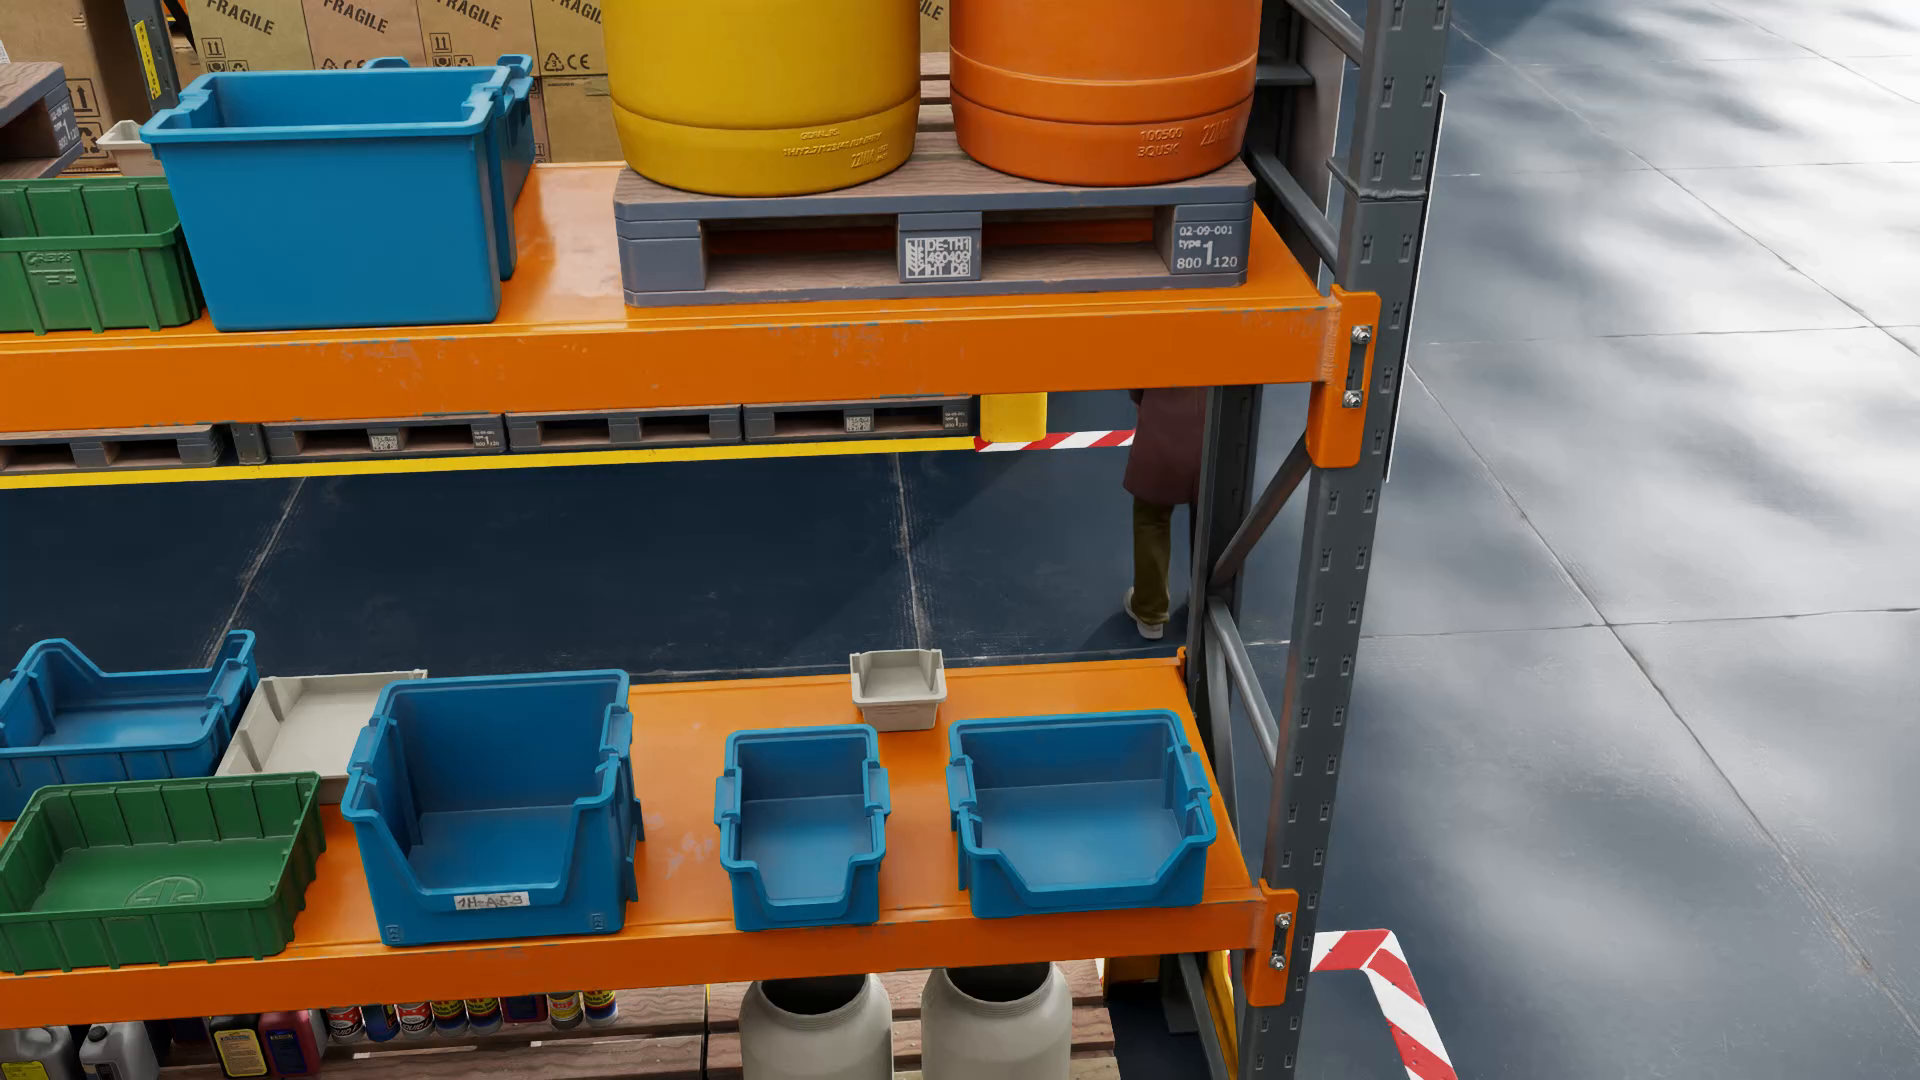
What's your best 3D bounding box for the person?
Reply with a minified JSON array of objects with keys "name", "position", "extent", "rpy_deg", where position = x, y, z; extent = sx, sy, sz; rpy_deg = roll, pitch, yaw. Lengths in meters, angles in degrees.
[{"name":"person","position":[0.918,-0.459,6.923],"extent":[0.525,1.779,0.554],"rpy_deg":[-3,31,-5]}]
